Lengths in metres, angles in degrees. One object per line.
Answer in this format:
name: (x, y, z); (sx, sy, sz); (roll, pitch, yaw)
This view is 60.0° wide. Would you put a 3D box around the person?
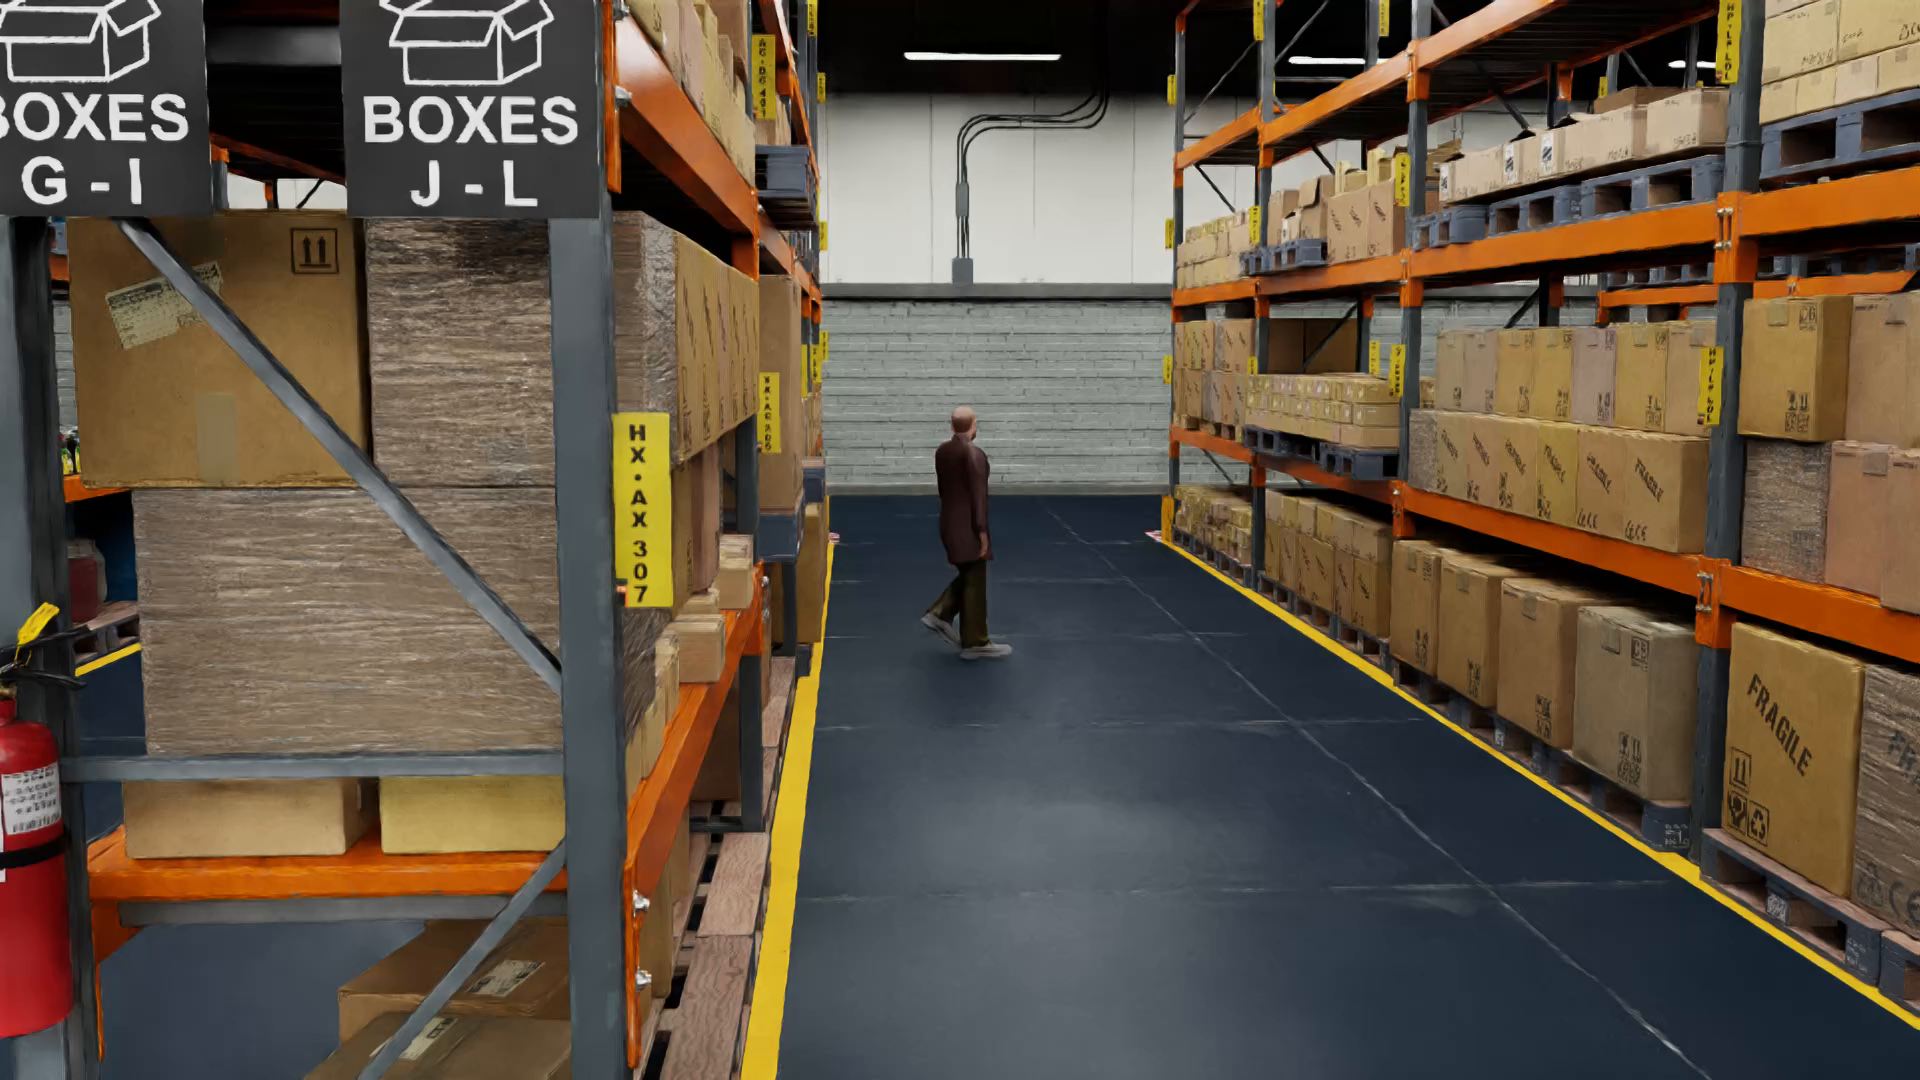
person: (0.002, -0.067, 11.788); (0.555, 1.763, 0.640); (-4, 8, -28)
